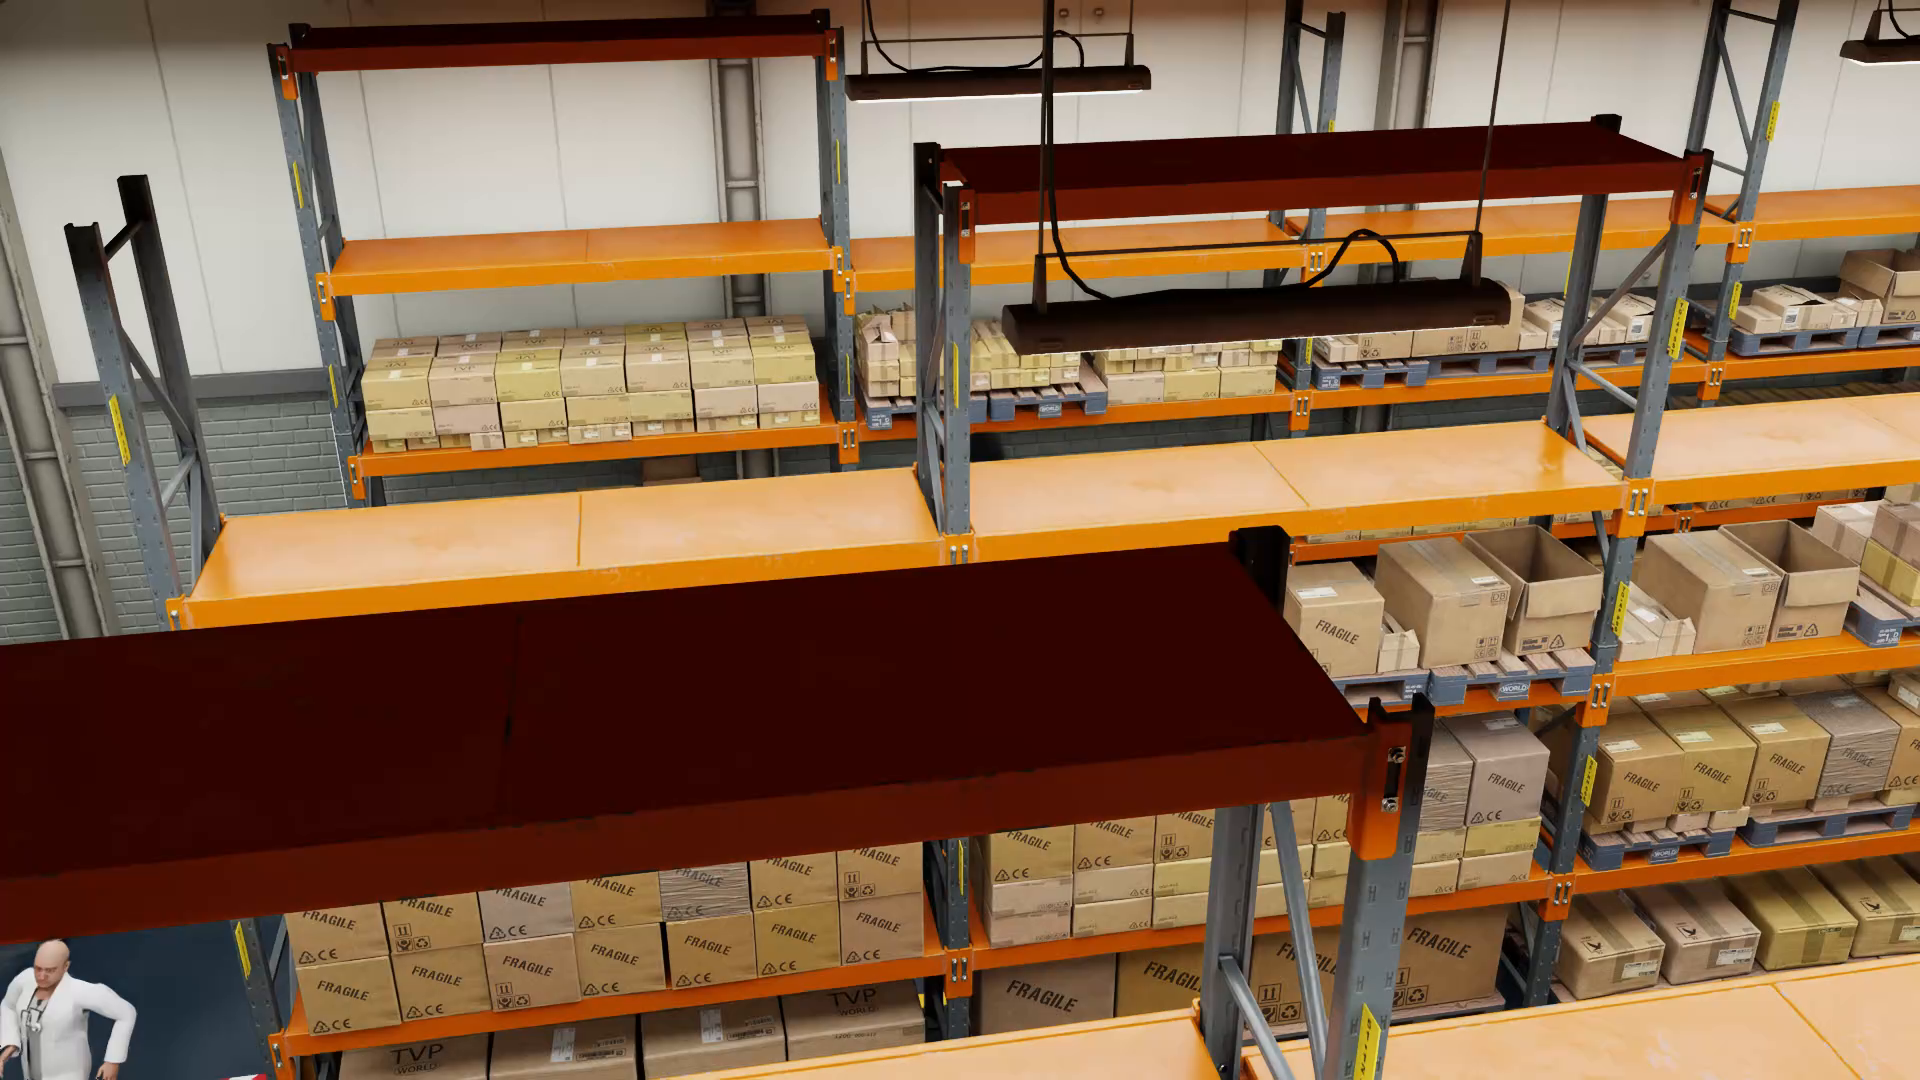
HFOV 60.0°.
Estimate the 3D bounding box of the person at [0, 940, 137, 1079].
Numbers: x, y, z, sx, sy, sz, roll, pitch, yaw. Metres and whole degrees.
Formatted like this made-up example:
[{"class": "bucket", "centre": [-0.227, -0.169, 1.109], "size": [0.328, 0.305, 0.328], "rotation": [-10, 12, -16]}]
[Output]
[{"class": "person", "centre": [-5.319, 3.165, 9.752], "size": [0.760, 1.665, 1.034], "rotation": [12, 28, 23]}]
